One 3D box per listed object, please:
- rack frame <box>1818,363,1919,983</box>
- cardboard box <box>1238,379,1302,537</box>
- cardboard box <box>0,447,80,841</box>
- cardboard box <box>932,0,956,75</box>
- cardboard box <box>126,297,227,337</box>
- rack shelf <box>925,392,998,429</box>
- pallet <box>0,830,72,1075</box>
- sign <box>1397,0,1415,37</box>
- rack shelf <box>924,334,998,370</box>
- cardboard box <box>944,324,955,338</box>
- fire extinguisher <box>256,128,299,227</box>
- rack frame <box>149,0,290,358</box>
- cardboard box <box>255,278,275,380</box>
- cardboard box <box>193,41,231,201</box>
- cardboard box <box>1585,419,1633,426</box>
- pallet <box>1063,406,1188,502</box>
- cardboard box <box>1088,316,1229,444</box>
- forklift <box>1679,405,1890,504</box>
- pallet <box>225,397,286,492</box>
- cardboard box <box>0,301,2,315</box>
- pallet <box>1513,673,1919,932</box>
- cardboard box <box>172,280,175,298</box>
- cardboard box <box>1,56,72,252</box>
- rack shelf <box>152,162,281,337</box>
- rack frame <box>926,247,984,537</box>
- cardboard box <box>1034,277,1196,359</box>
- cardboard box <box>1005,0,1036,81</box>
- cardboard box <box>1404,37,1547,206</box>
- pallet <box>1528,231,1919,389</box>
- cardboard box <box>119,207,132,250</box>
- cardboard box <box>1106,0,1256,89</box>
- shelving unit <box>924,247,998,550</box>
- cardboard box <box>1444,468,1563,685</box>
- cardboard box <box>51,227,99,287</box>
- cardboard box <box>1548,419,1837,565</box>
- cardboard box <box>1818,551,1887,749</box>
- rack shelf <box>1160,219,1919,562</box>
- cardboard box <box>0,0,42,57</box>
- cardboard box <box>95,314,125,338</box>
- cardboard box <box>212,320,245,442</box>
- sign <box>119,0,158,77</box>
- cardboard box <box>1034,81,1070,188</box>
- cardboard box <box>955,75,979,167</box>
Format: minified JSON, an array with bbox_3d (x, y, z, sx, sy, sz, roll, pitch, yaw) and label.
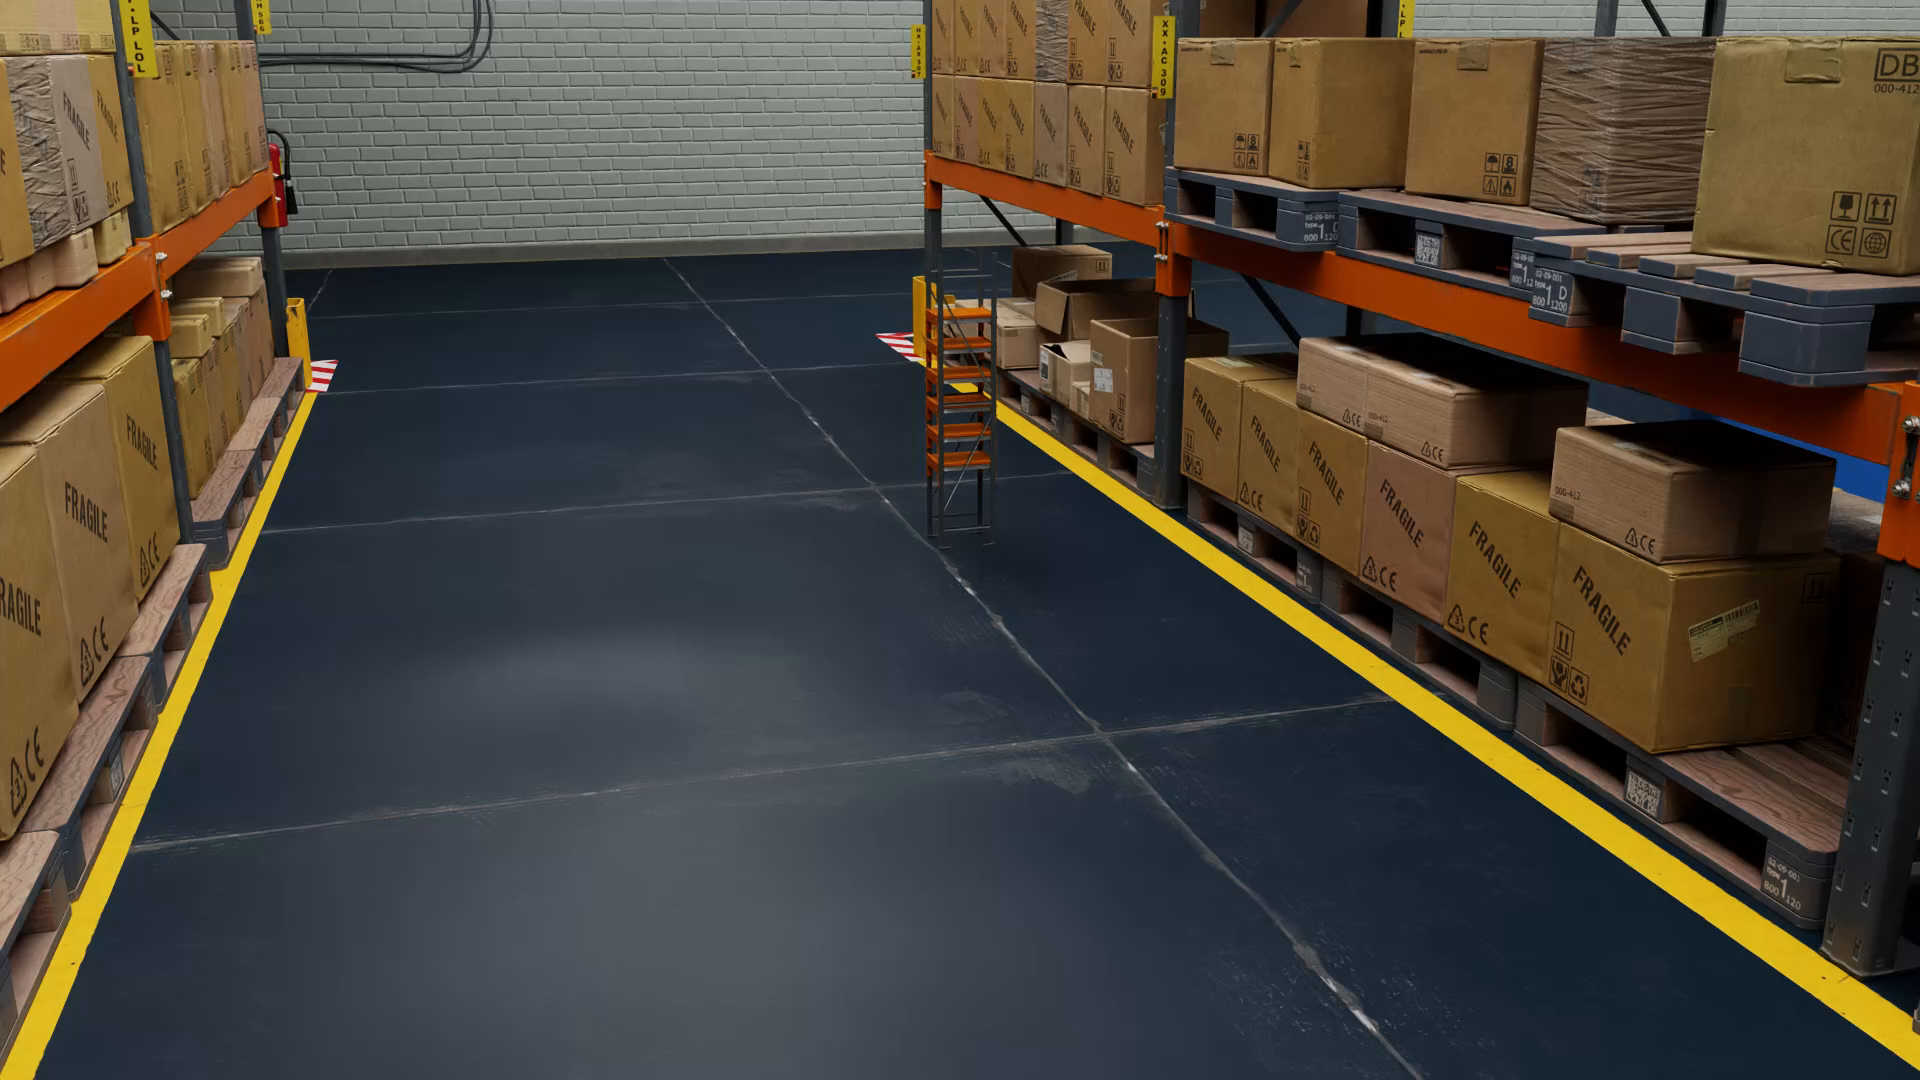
[{"bbox_3d":[2.460,-0.513,3.444,1.000,3.000,0.127,-5,17,-15],"label":"rack frame"},{"bbox_3d":[1.417,-0.333,6.426,0.500,0.500,0.500,-4,17,-14],"label":"cardboard box"},{"bbox_3d":[-2.612,0.252,3.906,0.750,0.750,0.750,-5,17,-16],"label":"cardboard box"},{"bbox_3d":[0.130,-3.109,10.175,0.500,0.500,0.500,-4,17,-14],"label":"cardboard box"},{"bbox_3d":[-3.570,-1.009,7.586,0.380,0.149,0.250,-5,17,-17],"label":"cardboard box"},{"bbox_3d":[0.004,-0.528,6.779,0.258,0.103,0.180,-5,17,-15],"label":"rack shelf"},{"bbox_3d":[-2.446,0.992,3.284,1.003,0.211,1.213,-5,17,-15],"label":"pallet"},{"bbox_3d":[1.893,-2.218,7.110,0.100,0.325,0.005,-5,17,-15],"label":"sign"},{"bbox_3d":[0.004,-0.758,6.710,0.258,0.103,0.180,-5,17,-15],"label":"rack shelf"},{"bbox_3d":[0.115,-1.367,10.449,0.380,0.166,0.250,-5,17,-15],"label":"cardboard box"},{"bbox_3d":[-4.098,-2.195,9.829,0.296,0.674,0.183,-5,17,-15],"label":"fire extinguisher"},{"bbox_3d":[-4.500,-2.333,9.504,1.000,3.000,0.127,-5,17,-15],"label":"rack frame"},{"bbox_3d":[-4.212,-1.151,9.185,0.700,0.500,0.500,-5,17,-15],"label":"cardboard box"},{"bbox_3d":[-3.939,-1.924,7.622,0.980,0.700,0.700,-6,18,-18],"label":"cardboard box"},{"bbox_3d":[2.179,-0.102,5.658,0.500,0.500,0.500,-5,18,-17],"label":"cardboard box"},{"bbox_3d":[1.173,-0.473,8.161,1.003,0.211,1.213,-5,17,-15],"label":"pallet"},{"bbox_3d":[0.931,-0.768,7.874,0.500,0.500,0.500,-5,17,-15],"label":"cardboard box"},{"bbox_3d":[4.311,-1.213,5.896,3.031,2.935,1.130,6,18,20],"label":"forklift"},{"bbox_3d":[-3.874,-0.445,8.068,1.003,0.211,1.213,-5,17,-15],"label":"pallet"},{"bbox_3d":[-2.667,-0.615,4.188,0.380,0.149,0.250,-4,17,-14],"label":"cardboard box"},{"bbox_3d":[2.291,0.613,4.543,1.003,0.211,1.213,-5,17,-15],"label":"pallet"},{"bbox_3d":[-4.299,-1.340,8.688,0.380,0.149,0.250,-5,17,-15],"label":"cardboard box"},{"bbox_3d":[-2.752,-1.038,4.470,0.500,0.500,0.500,-5,17,-15],"label":"cardboard box"},{"bbox_3d":[-3.951,-1.435,7.766,1.077,0.370,4.000,-5,17,-15],"label":"rack shelf"},{"bbox_3d":[-0.021,-0.596,6.850,0.240,1.200,0.006,-5,17,-15],"label":"rack frame"},{"bbox_3d":[0.839,-1.153,9.152,0.797,0.503,0.637,-5,17,-15],"label":"cardboard box"},{"bbox_3d":[0.554,-2.685,8.766,0.500,0.500,0.500,-5,17,-16],"label":"cardboard box"},{"bbox_3d":[1.906,-1.384,5.442,0.700,0.500,0.500,-10,19,-29],"label":"cardboard box"},{"bbox_3d":[2.206,-0.603,4.078,1.213,0.211,1.003,-5,17,-15],"label":"pallet"},{"bbox_3d":[-3.036,-1.044,5.617,0.380,0.149,0.250,-5,17,-15],"label":"cardboard box"},{"bbox_3d":[0.973,-2.265,7.367,0.500,0.500,0.500,-5,17,-15],"label":"cardboard box"},{"bbox_3d":[0.004,-0.571,6.766,0.258,1.200,0.189,-5,17,-15],"label":"shelving unit"},{"bbox_3d":[1.835,0.091,5.017,0.500,0.500,0.500,-5,18,-17],"label":"cardboard box"},{"bbox_3d":[-2.787,-0.833,4.912,0.380,0.149,0.250,-5,17,-15],"label":"cardboard box"},{"bbox_3d":[1.958,-0.141,4.483,0.500,0.250,0.500,-4,17,-13],"label":"cardboard box"},{"bbox_3d":[2.610,0.325,4.235,0.500,0.500,0.500,-4,17,-13],"label":"cardboard box"},{"bbox_3d":[1.910,-0.721,5.389,1.077,0.370,4.000,-5,17,-15],"label":"rack shelf"},{"bbox_3d":[-2.755,-1.393,4.347,0.500,0.250,0.500,-4,17,-14],"label":"cardboard box"},{"bbox_3d":[-3.879,-0.918,7.283,0.380,0.149,0.250,-5,18,-17],"label":"cardboard box"},{"bbox_3d":[-3.782,-0.727,7.772,0.700,0.500,0.500,-4,17,-14],"label":"cardboard box"},{"bbox_3d":[-2.882,-1.788,5.817,0.100,0.325,0.005,-5,17,-15],"label":"sign"},{"bbox_3d":[0.690,-2.069,8.453,0.500,0.500,0.500,-4,17,-14],"label":"cardboard box"},{"bbox_3d":[0.277,-2.487,9.845,0.500,0.500,0.500,-5,17,-16],"label":"cardboard box"}]
